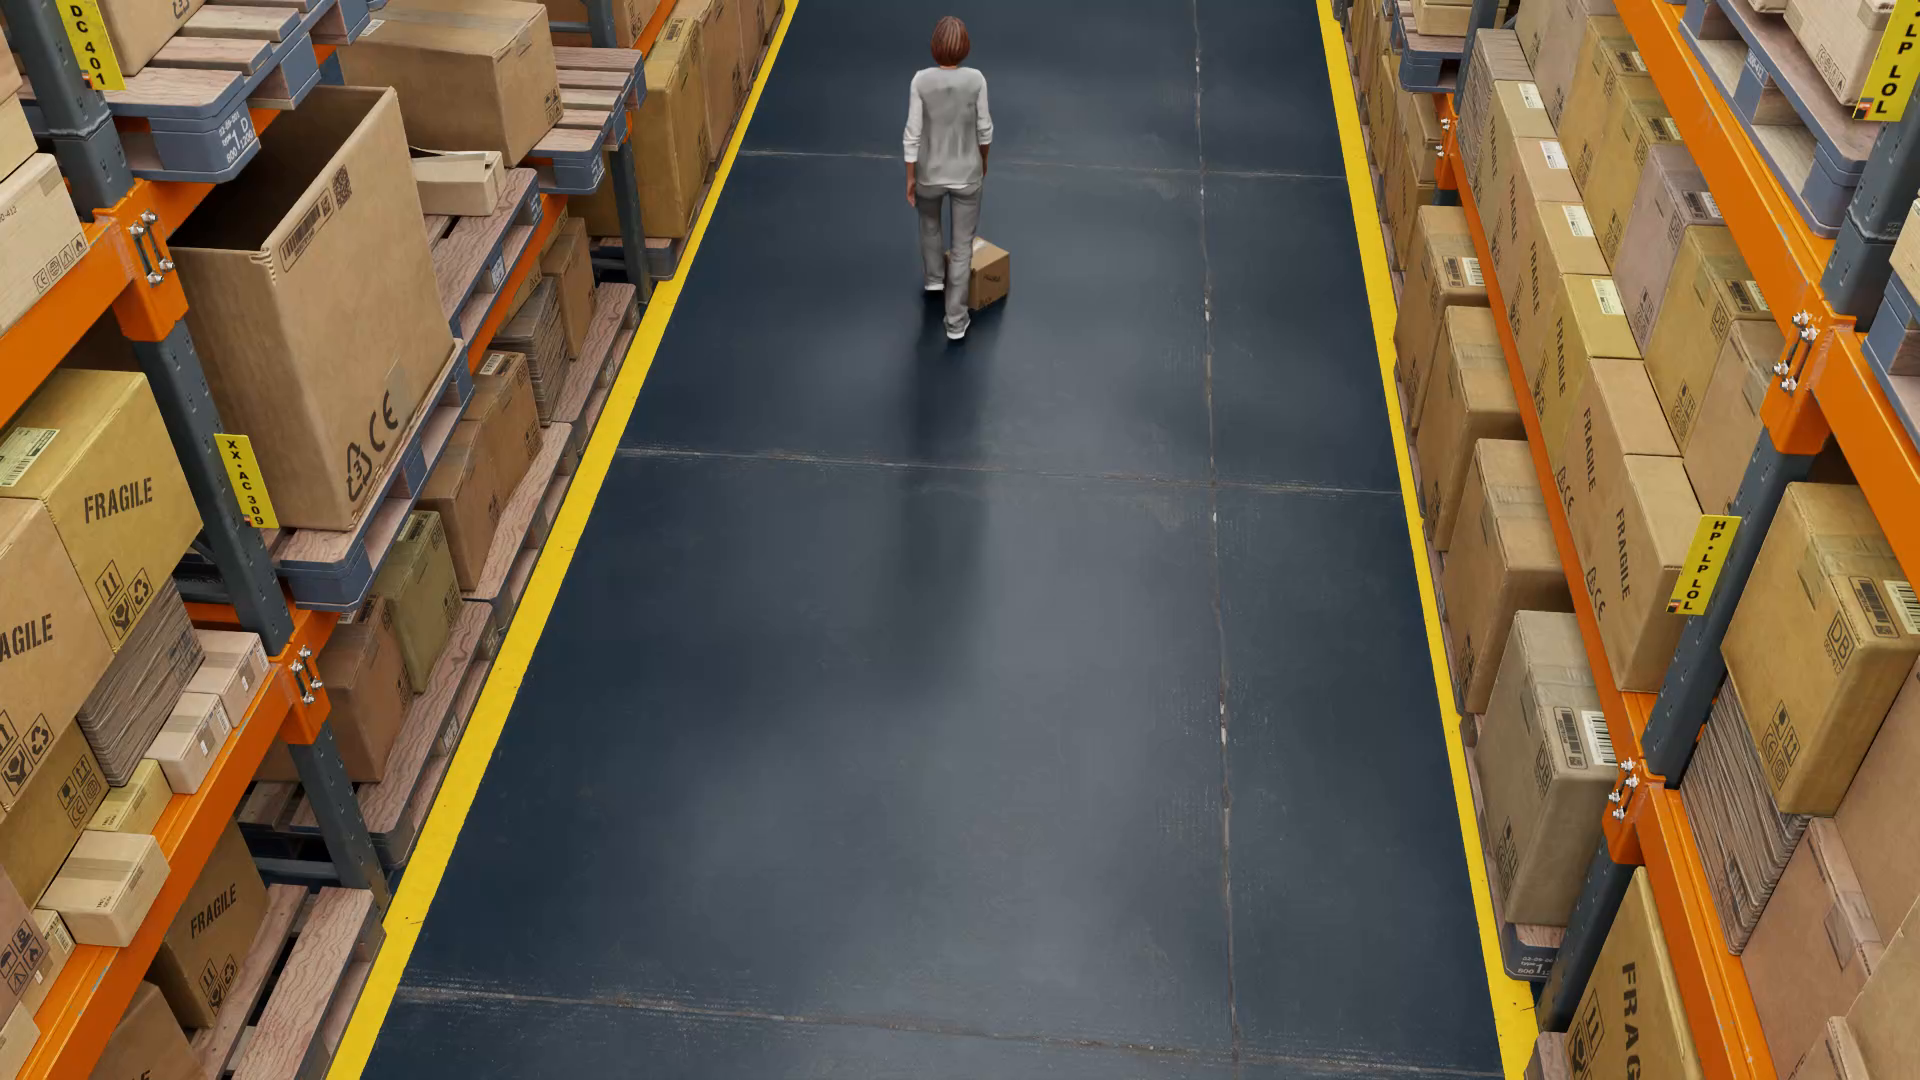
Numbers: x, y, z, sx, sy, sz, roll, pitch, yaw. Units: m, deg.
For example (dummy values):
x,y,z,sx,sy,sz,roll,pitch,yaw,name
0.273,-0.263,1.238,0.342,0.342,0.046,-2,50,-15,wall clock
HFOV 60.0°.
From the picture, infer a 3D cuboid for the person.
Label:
x,y,z,sx,sy,sz,roll,pitch,yaw,name
-0.059,-1.812,8.195,0.419,1.485,0.609,1,41,1,person
